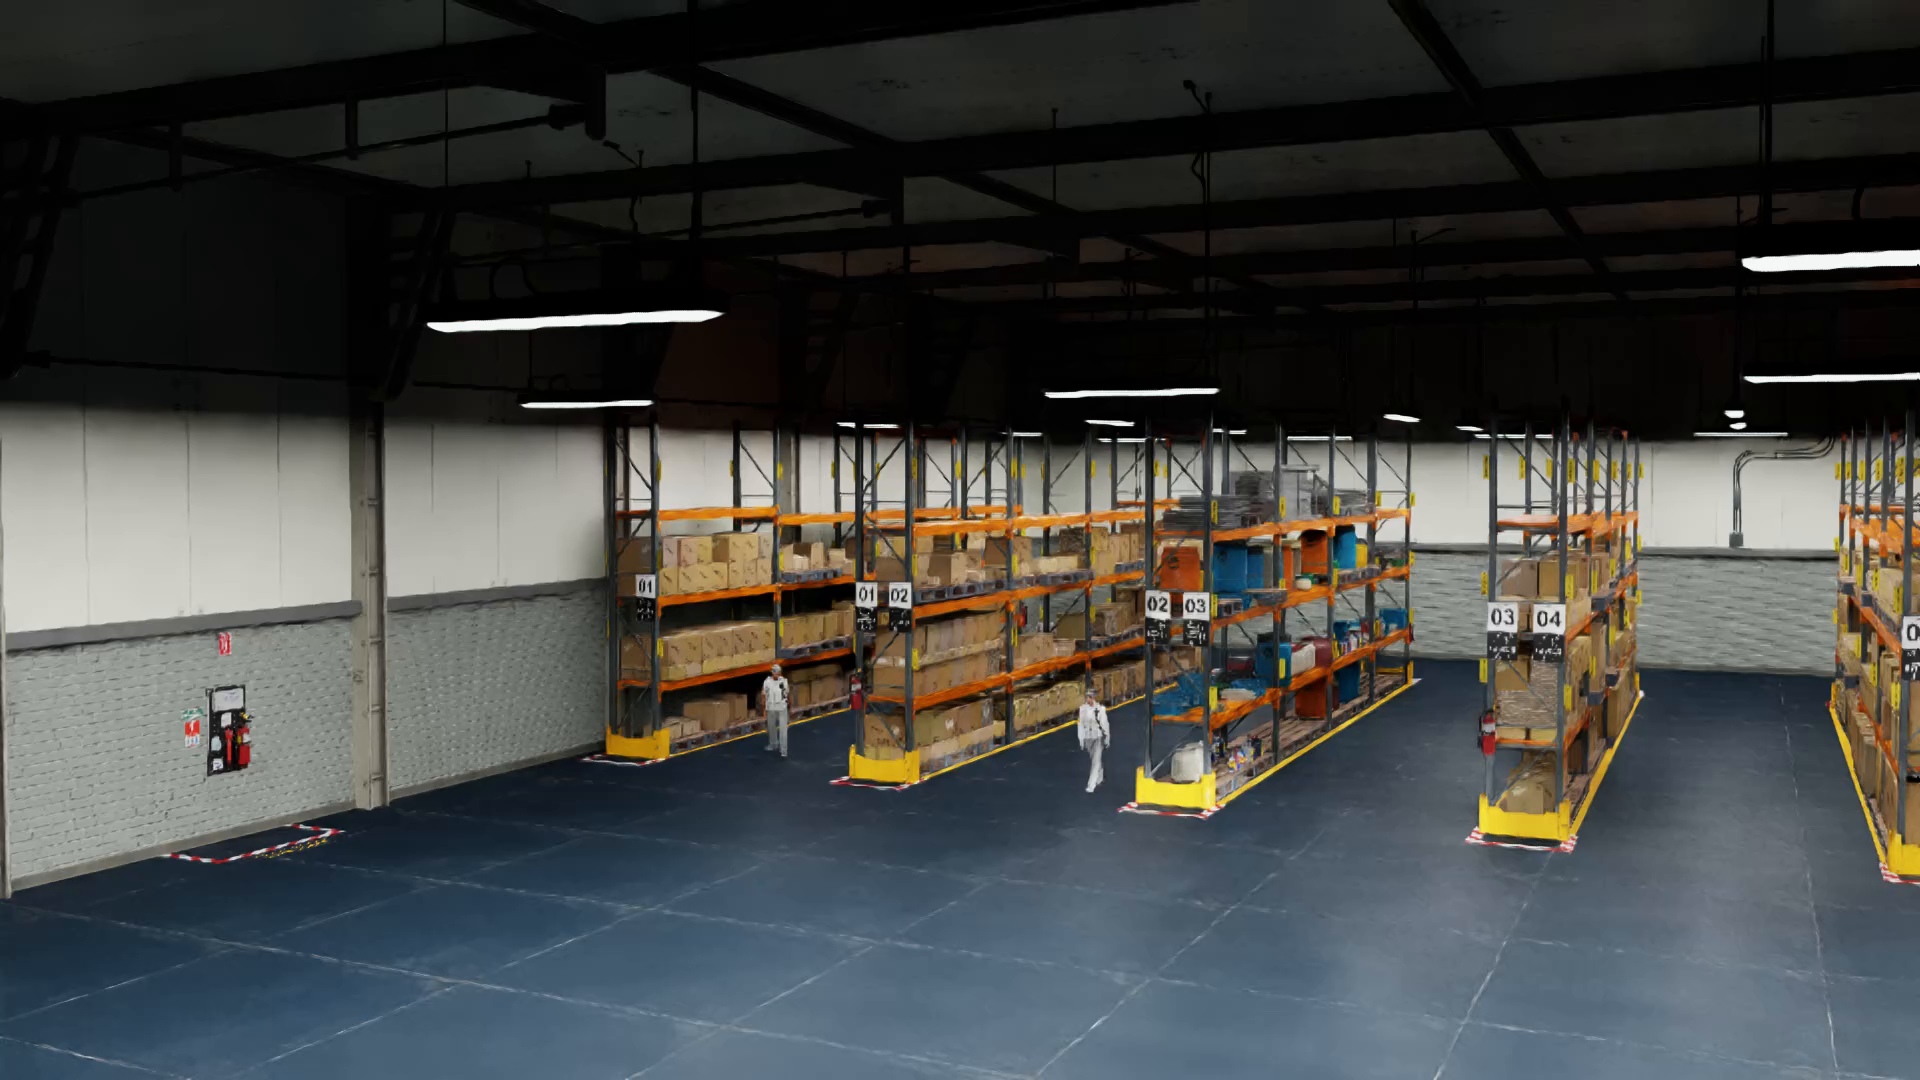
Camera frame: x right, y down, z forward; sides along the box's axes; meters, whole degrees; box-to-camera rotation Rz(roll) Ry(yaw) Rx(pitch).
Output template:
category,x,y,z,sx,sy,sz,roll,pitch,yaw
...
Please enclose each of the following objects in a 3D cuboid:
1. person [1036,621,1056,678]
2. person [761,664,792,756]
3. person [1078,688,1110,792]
category,x,y,z,sx,sy,sz,roll,pitch,yaw
person,2.090,2.517,40.040,0.580,1.618,0.507,1,3,23
person,-3.233,2.969,29.267,0.518,1.611,0.942,0,2,2
person,2.063,3.085,26.031,0.496,1.584,1.063,1,3,28
